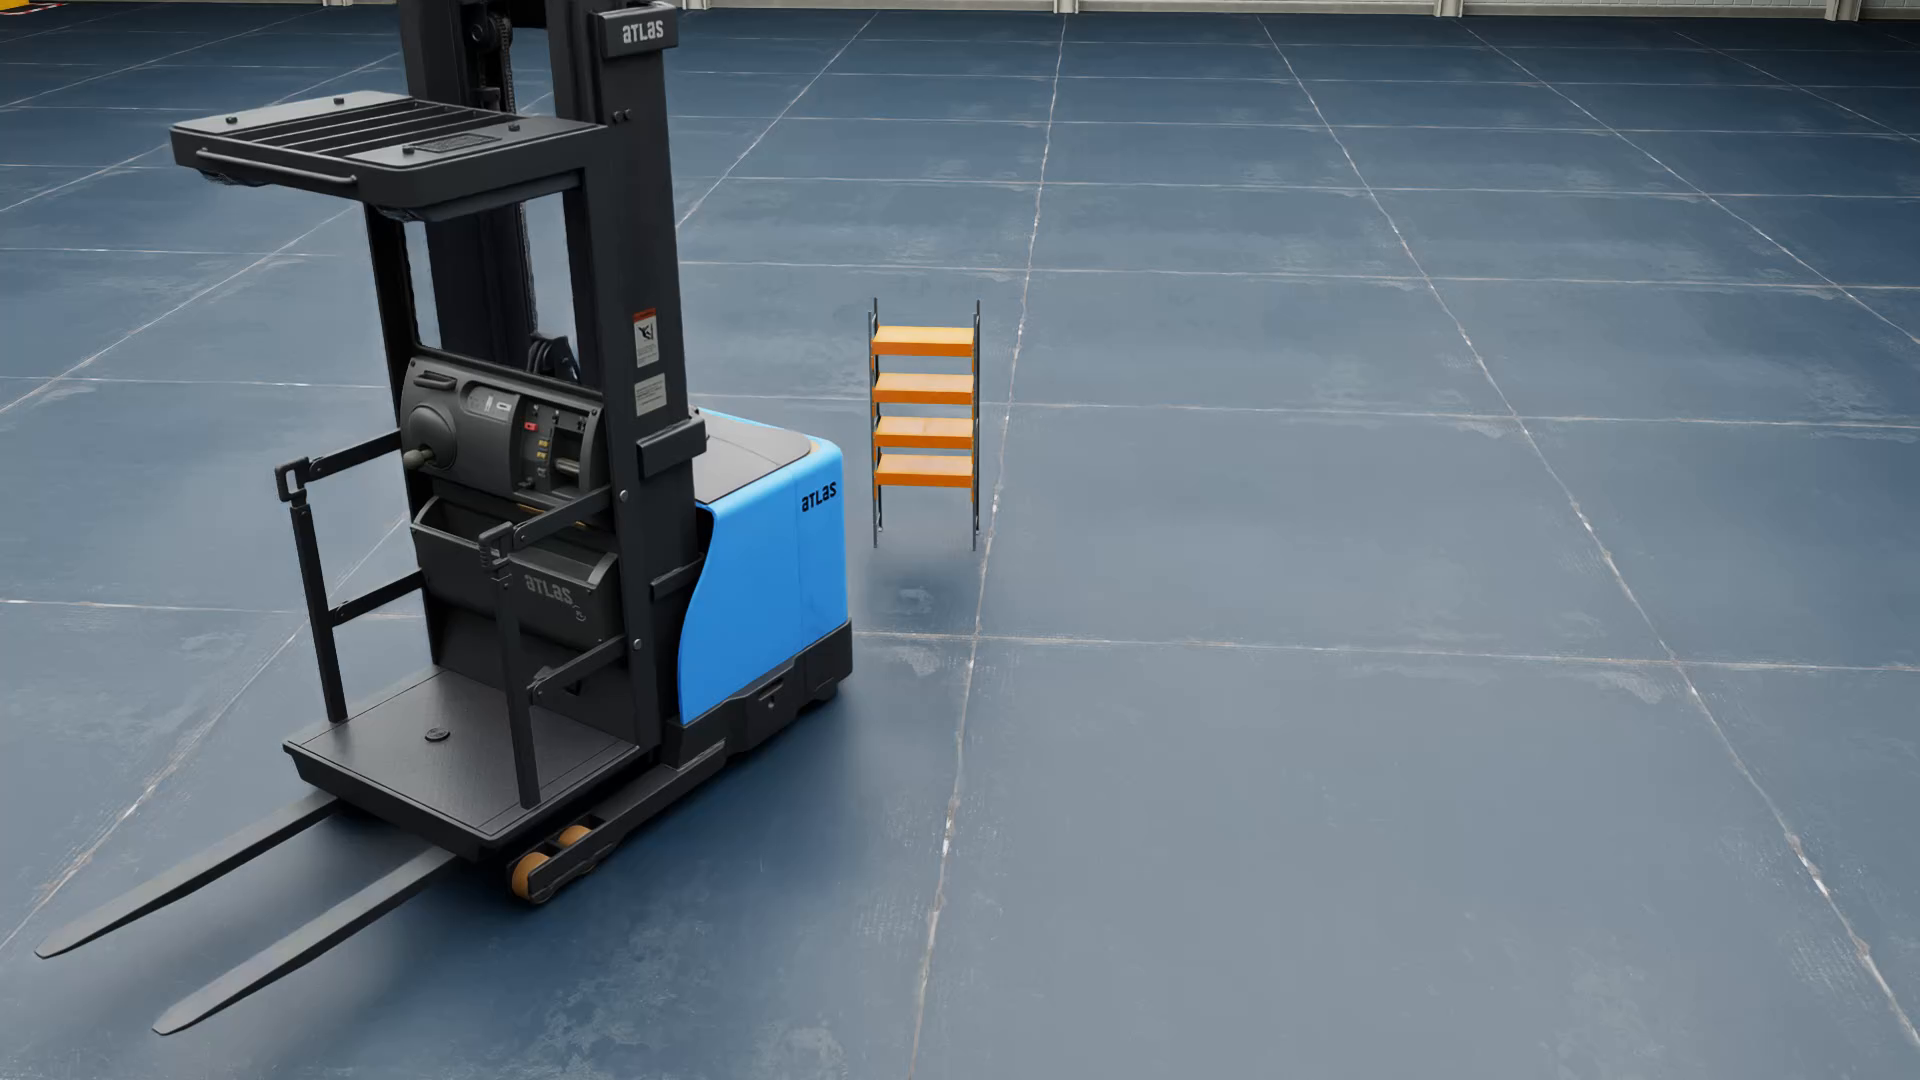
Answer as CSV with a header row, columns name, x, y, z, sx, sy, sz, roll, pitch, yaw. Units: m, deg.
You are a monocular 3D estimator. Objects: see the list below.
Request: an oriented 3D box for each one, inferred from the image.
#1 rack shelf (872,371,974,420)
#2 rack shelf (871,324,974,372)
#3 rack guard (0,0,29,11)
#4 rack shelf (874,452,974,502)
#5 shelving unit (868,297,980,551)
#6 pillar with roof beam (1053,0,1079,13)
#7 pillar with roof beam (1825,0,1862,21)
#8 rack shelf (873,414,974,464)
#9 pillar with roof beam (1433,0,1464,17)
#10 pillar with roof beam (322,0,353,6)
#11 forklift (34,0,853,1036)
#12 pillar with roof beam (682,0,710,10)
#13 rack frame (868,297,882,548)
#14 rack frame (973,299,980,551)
name,x,y,z,sx,sy,sz,roll,pitch,yaw
rack shelf,-0.165,-0.692,7.945,0.480,0.148,0.258,2,25,4
rack shelf,-0.165,-0.907,7.846,0.480,0.148,0.258,2,25,4
rack guard,-15.597,-8.863,26.914,0.348,0.500,1.175,2,25,4
rack shelf,-0.165,-0.309,8.122,0.480,0.148,0.258,2,25,4
shelving unit,-0.165,-0.550,8.011,0.503,1.200,0.258,2,25,4
pillar with roof beam,1.371,-10.753,20.853,0.400,9.000,9.100,2,25,4
pillar with roof beam,13.336,-10.369,20.018,0.400,9.000,9.100,2,25,4
rack shelf,-0.165,-0.489,8.039,0.480,0.148,0.258,2,25,4
pillar with roof beam,7.353,-10.561,20.436,0.400,9.000,9.100,2,25,4
pillar with roof beam,-10.594,-11.137,21.687,0.400,9.000,9.100,2,25,4
forklift,-1.681,-0.337,5.475,1.130,2.935,3.031,16,29,30
pillar with roof beam,-4.611,-10.945,21.270,0.400,9.000,9.100,2,25,4
rack frame,-0.408,-0.558,8.028,0.015,1.200,0.240,2,25,4
rack frame,0.078,-0.543,7.994,0.015,1.200,0.240,2,25,4
